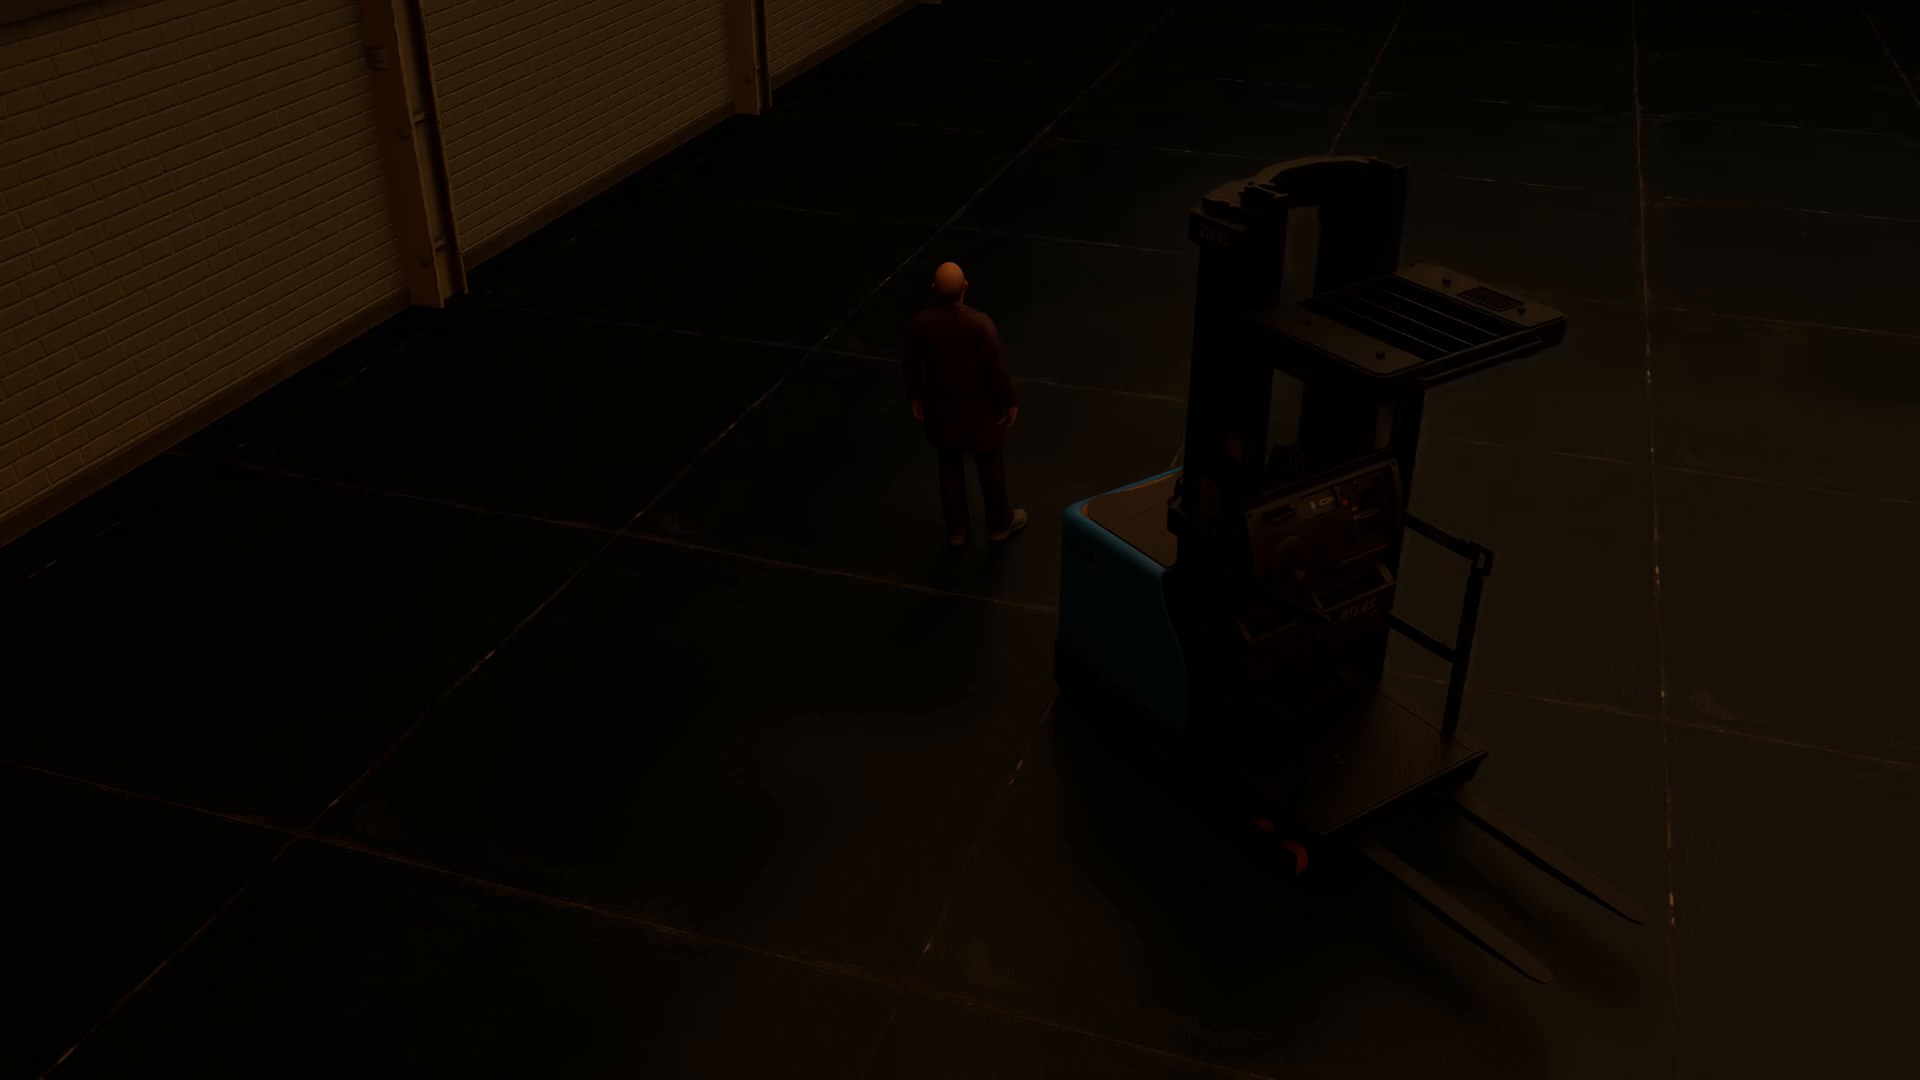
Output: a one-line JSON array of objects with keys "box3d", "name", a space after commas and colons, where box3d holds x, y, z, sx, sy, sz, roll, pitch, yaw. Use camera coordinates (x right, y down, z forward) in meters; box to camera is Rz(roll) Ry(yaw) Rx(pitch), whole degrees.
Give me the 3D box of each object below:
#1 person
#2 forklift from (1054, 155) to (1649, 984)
[{"box3d": [0.034, -0.820, 9.725, 0.694, 1.776, 0.582, 10, 31, 16], "name": "person"}, {"box3d": [1.735, -0.038, 7.204, 1.130, 2.935, 3.031, -19, 35, -29], "name": "forklift"}]
